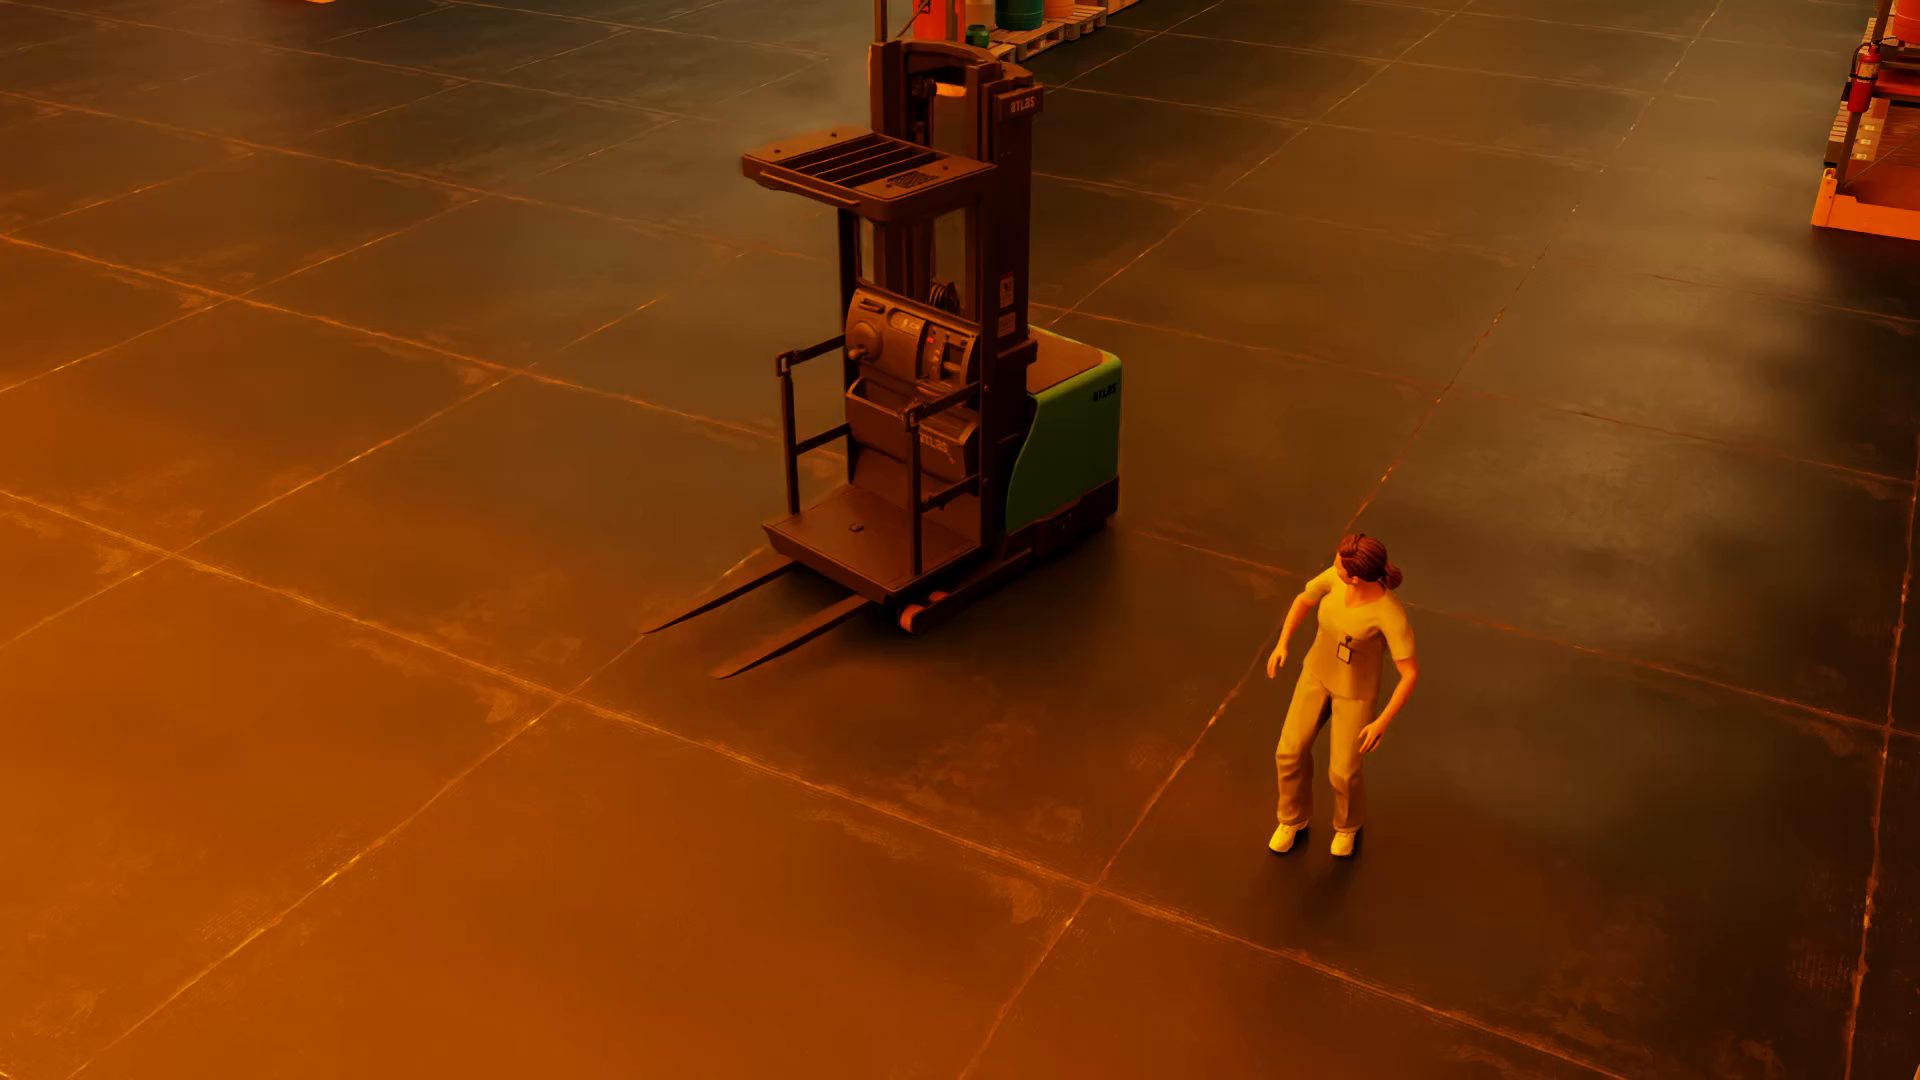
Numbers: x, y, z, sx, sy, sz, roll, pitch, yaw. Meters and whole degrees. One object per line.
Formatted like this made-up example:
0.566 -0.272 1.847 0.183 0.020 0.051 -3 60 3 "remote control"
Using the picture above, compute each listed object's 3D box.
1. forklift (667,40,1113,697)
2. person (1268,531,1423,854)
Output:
-0.351 -1.014 8.828 1.130 2.935 3.031 20 35 31 "forklift"
1.662 0.678 7.210 0.473 1.633 0.638 -26 39 -37 "person"
